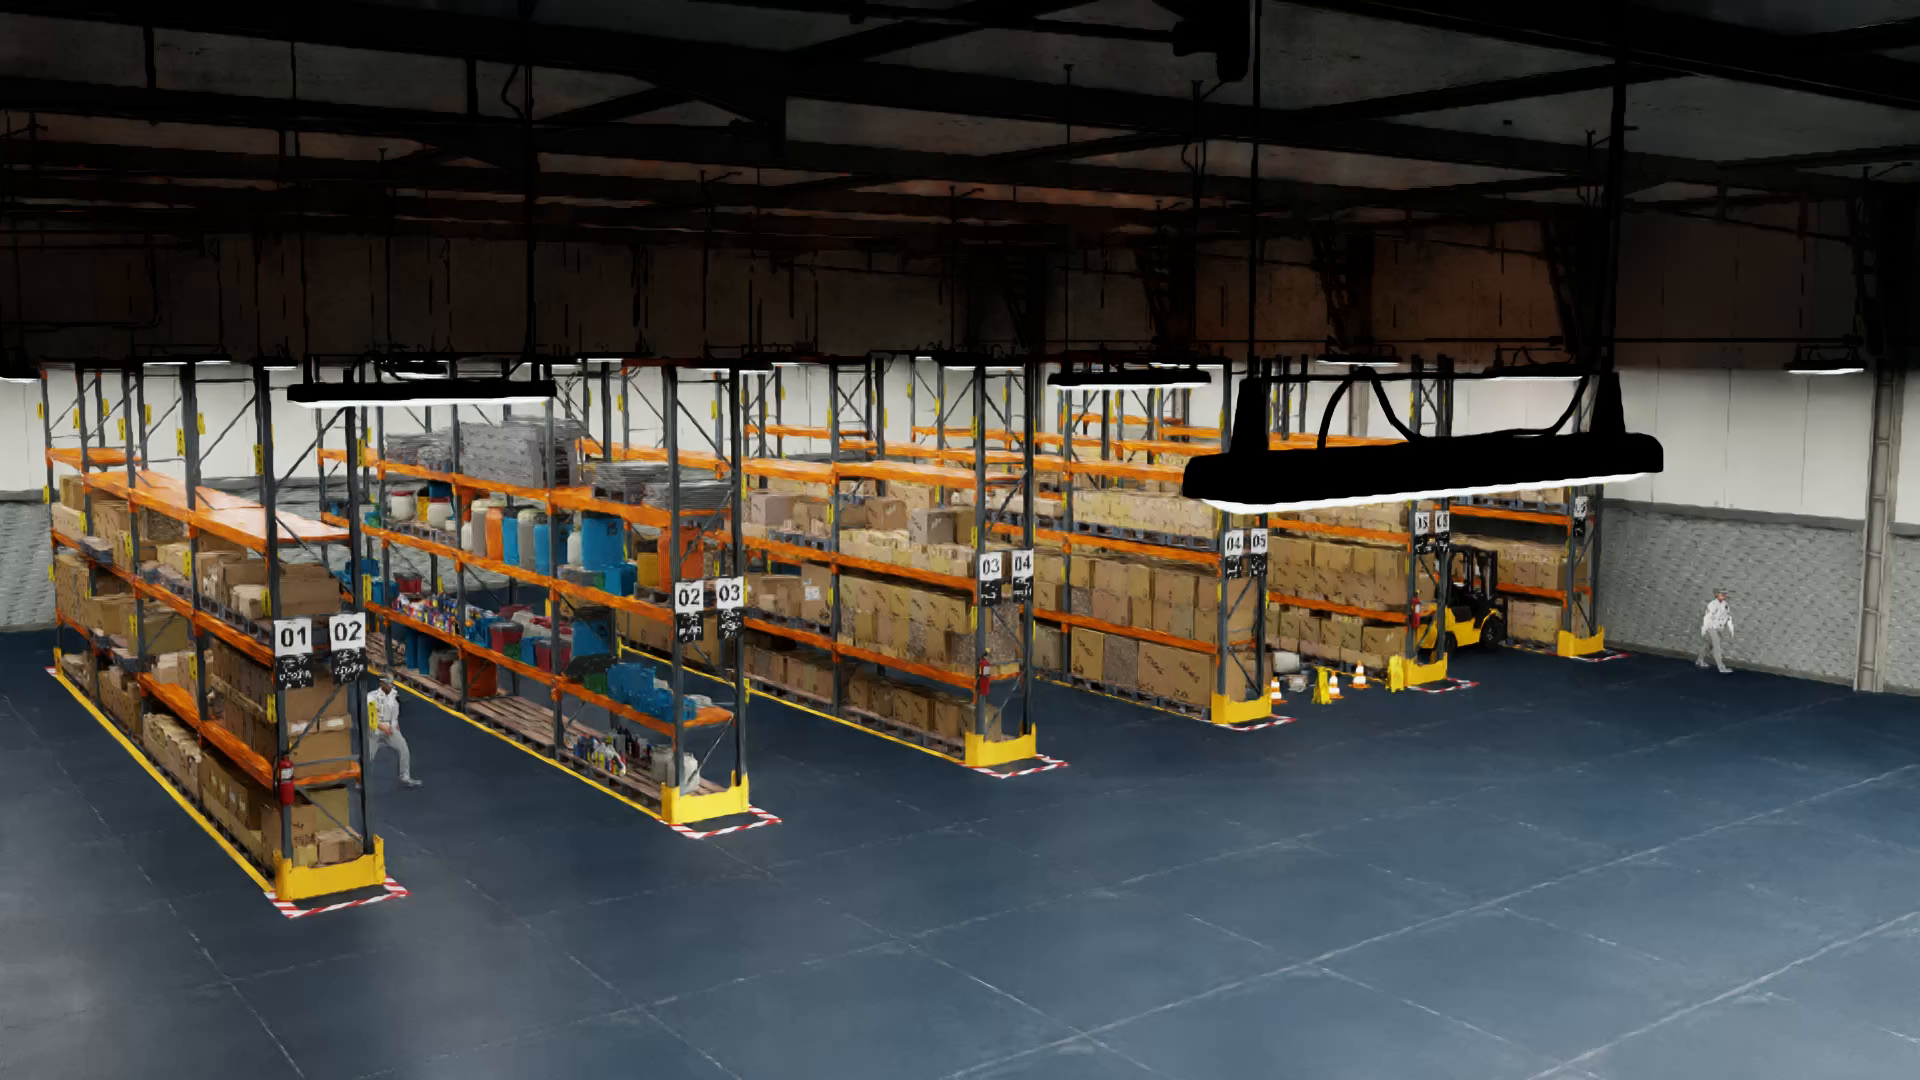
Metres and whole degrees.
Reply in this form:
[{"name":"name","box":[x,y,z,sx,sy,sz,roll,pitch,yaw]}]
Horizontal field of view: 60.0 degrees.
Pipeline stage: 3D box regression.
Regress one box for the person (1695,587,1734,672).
[{"name":"person","box":[14.526,1.685,31.882,0.483,1.619,0.998,-3,8,-27]}]

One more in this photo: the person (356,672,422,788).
[{"name":"person","box":[-8.151,2.668,23.487,0.856,1.690,0.691,5,9,36]}]

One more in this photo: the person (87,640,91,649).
[{"name":"person","box":[-17.562,1.445,34.154,0.794,1.586,0.665,5,8,35]}]
